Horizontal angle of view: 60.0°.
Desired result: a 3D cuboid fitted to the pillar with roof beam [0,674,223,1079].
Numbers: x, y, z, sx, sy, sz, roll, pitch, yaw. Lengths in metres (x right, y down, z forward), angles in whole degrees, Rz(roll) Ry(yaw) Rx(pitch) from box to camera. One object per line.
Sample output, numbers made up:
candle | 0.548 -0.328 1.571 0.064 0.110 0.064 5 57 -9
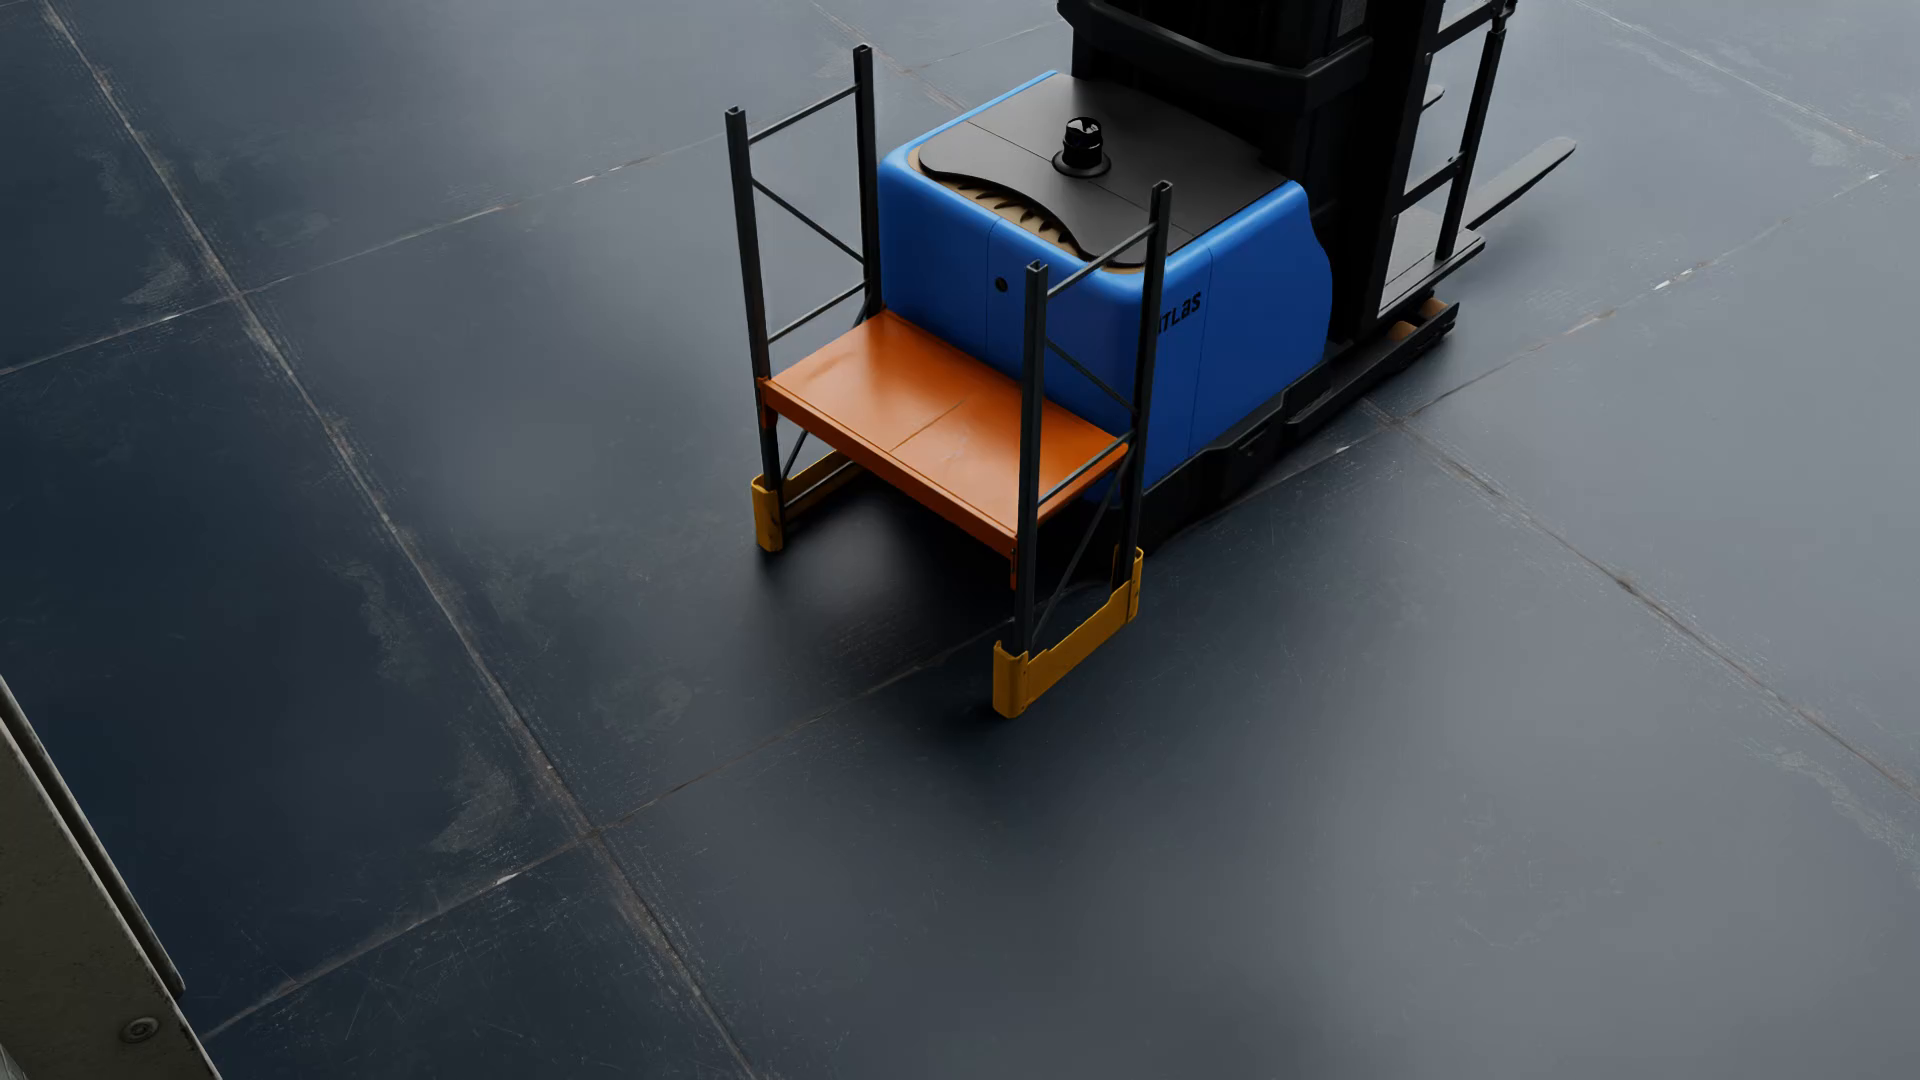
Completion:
pillar with roof beam | 1.583 -3.706 2.615 9.100 9.000 0.400 -26 49 -24

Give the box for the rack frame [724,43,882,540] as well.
rack frame | -0.417 -0.665 4.860 0.032 1.500 0.500 33 52 29

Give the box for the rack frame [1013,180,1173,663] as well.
rack frame | 0.328 -0.187 4.360 0.032 1.500 0.500 33 52 29

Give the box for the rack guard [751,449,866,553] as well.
rack guard | -0.416 -0.212 5.291 0.087 0.250 0.587 33 52 29

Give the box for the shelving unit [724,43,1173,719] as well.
shelving unit | -0.051 -0.430 4.614 1.083 1.500 0.587 33 52 29

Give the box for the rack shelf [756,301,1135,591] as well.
rack shelf | -0.044 -0.296 4.734 1.000 0.185 0.538 33 52 29

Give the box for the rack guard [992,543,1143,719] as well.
rack guard | 0.314 0.256 4.801 0.087 0.250 0.587 33 52 29

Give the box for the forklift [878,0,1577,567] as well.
forklift | 1.137 -1.892 5.109 1.130 2.935 3.031 34 53 31
